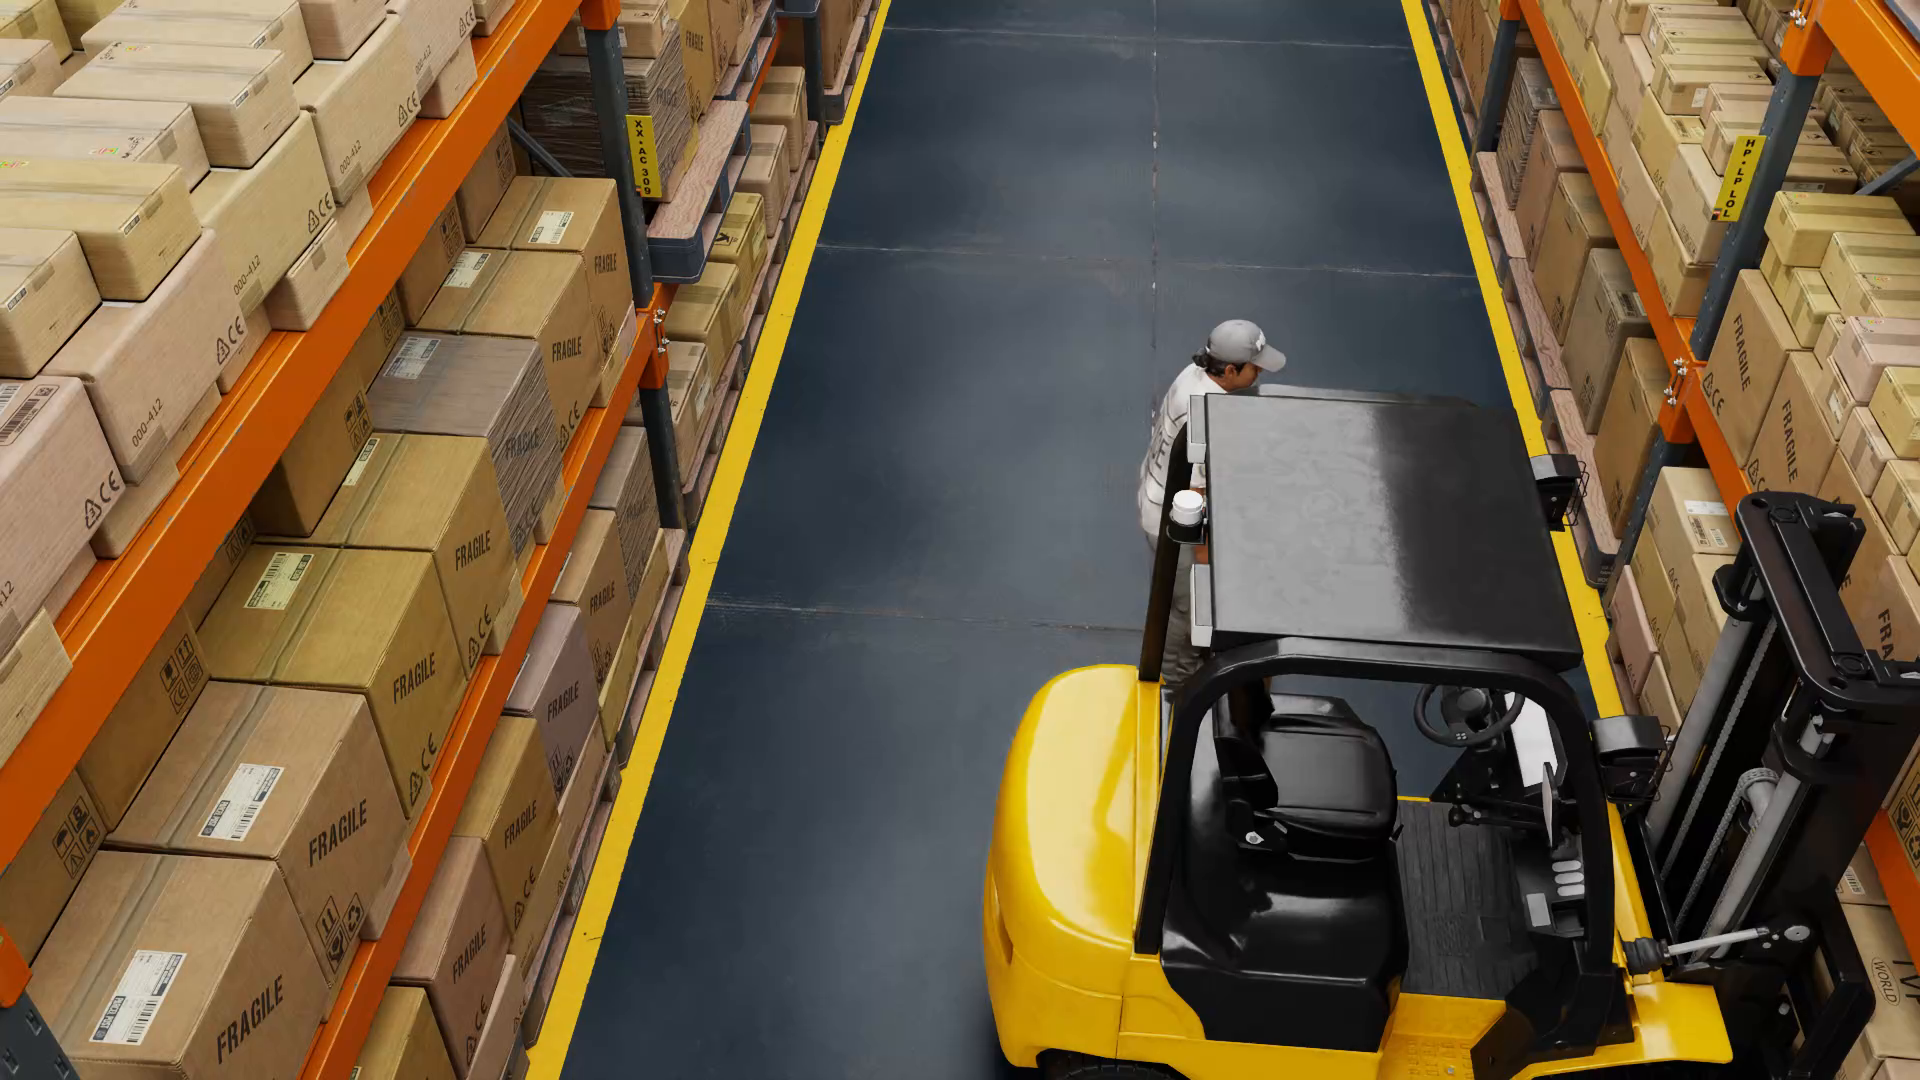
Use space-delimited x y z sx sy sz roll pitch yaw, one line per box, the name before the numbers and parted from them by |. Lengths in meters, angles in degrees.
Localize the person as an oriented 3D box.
person | 0.872 -0.096 6.276 0.404 1.651 0.537 3 40 4
